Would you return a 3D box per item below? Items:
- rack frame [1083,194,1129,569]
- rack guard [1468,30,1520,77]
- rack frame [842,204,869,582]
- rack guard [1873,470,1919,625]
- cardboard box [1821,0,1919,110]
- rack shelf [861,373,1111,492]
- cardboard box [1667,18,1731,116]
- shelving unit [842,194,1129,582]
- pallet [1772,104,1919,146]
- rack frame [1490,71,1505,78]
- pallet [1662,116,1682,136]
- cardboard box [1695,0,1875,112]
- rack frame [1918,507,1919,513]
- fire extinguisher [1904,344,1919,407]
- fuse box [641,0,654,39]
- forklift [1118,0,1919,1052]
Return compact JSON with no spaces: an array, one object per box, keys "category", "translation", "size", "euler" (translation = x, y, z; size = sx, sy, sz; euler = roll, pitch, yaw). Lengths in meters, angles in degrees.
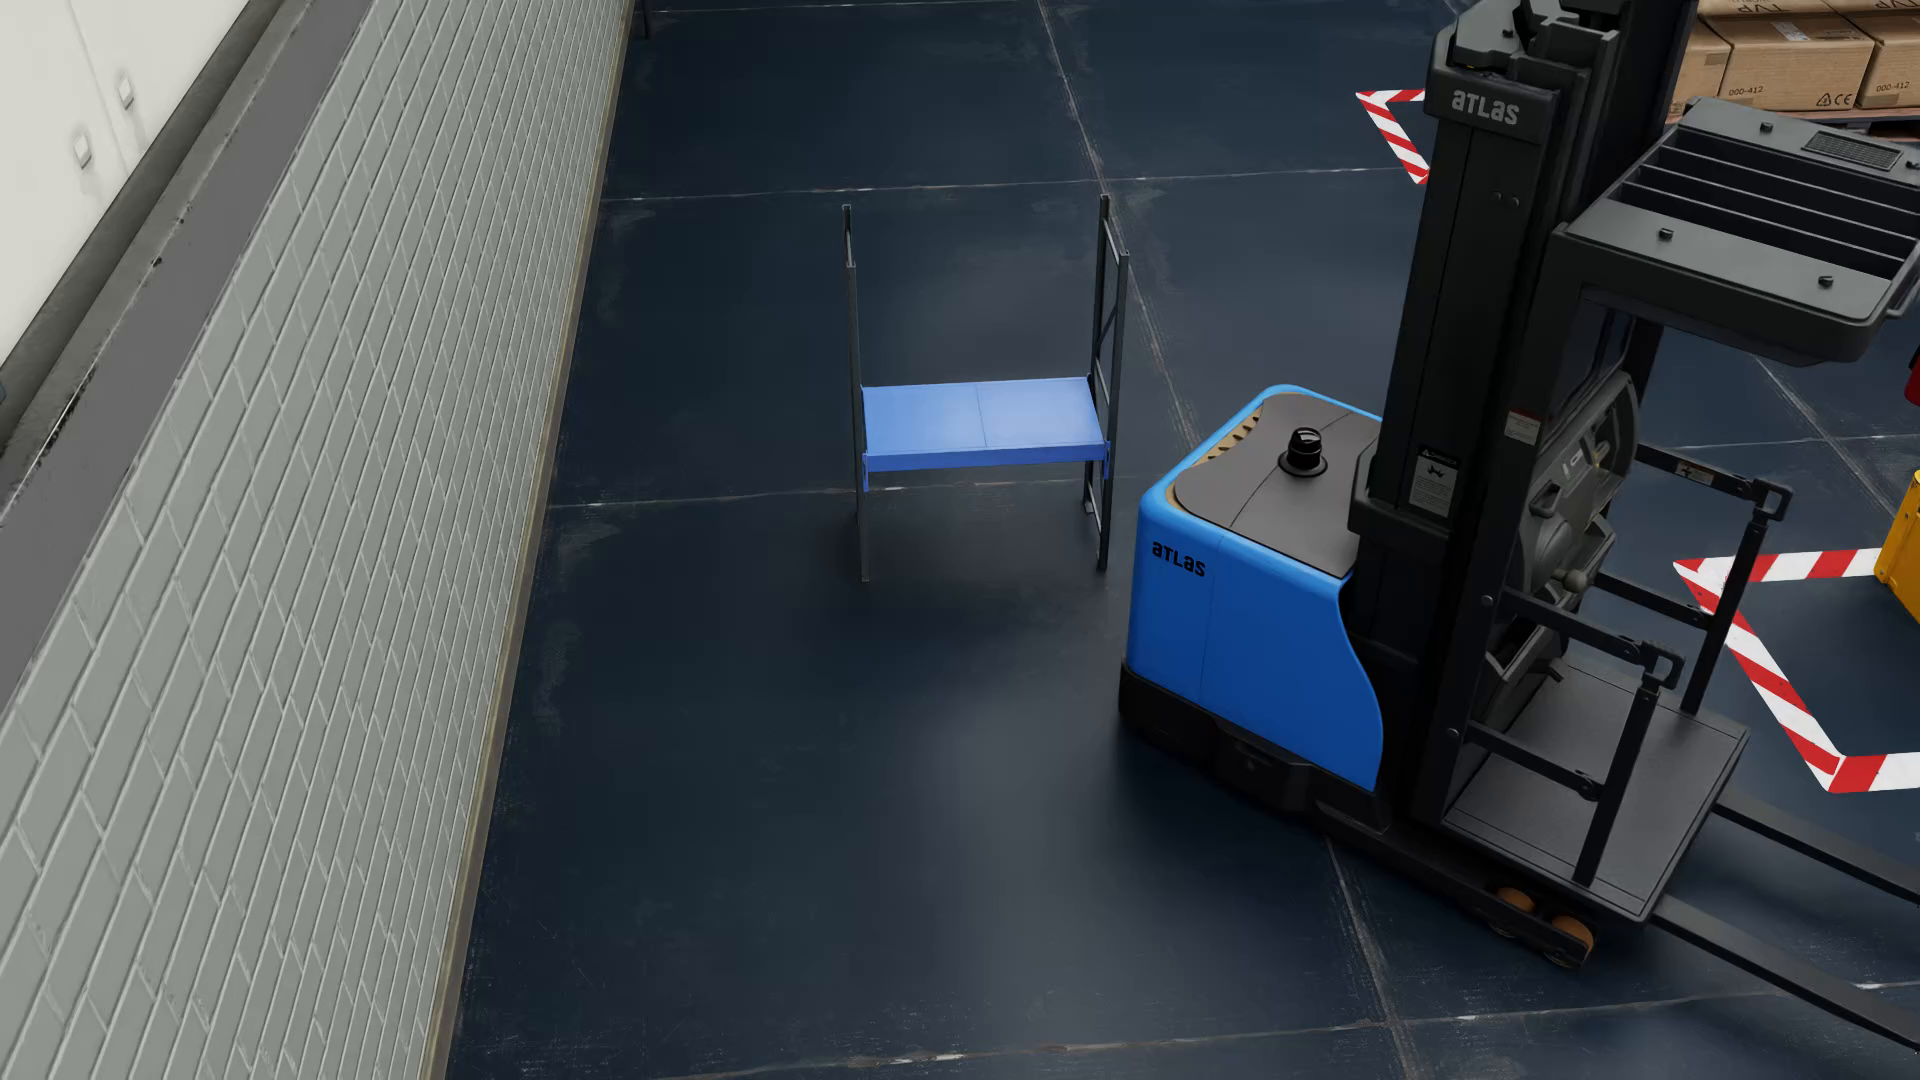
[{"category":"rack frame","translation":[0.591,-0.621,6.827],"size":[0.032,1.500,0.500],"euler":[-3,38,-4]},{"category":"rack guard","translation":[3.466,-2.782,10.372],"size":[0.348,0.500,1.175],"euler":[-3,38,-4]},{"category":"rack frame","translation":[-0.421,-0.566,6.756],"size":[0.032,1.500,0.500],"euler":[-3,38,-4]},{"category":"rack guard","translation":[4.105,0.261,6.515],"size":[0.348,0.500,1.175],"euler":[-3,38,-4]},{"category":"cardboard box","translation":[5.948,-3.125,10.519],"size":[0.875,0.438,0.875],"euler":[-4,38,-5]},{"category":"rack shelf","translation":[0.085,-0.452,6.903],"size":[1.000,0.185,0.538],"euler":[-3,38,-4]},{"category":"cardboard box","translation":[4.138,-3.021,10.387],"size":[0.875,0.438,0.875],"euler":[-4,38,-6]},{"category":"shelving unit","translation":[0.085,-0.593,6.791],"size":[1.048,1.500,0.538],"euler":[-3,38,-4]},{"category":"pallet","translation":[5.492,-2.827,10.662],"size":[1.213,0.211,1.003],"euler":[-3,38,-4]},{"category":"rack frame","translation":[3.490,-3.764,9.599],"size":[0.127,3.000,1.000],"euler":[-3,38,-4]},{"category":"pallet","translation":[4.279,-2.762,10.580],"size":[1.213,0.211,1.003],"euler":[-3,38,-4]},{"category":"cardboard box","translation":[5.049,-3.077,10.457],"size":[0.875,0.438,0.875],"euler":[-2,38,-3]},{"category":"rack frame","translation":[4.029,-0.716,5.736],"size":[0.127,3.000,1.000],"euler":[-3,38,-4]},{"category":"fire extinguisher","translation":[3.737,-0.810,6.218],"size":[0.183,0.674,0.296],"euler":[-3,38,-4]},{"category":"fuse box","translation":[-2.165,-4.239,11.241],"size":[0.414,1.711,0.539],"euler":[-3,38,-4]},{"category":"forklift","translation":[2.075,-0.124,5.041],"size":[3.031,2.935,1.130],"euler":[26,45,29]}]
